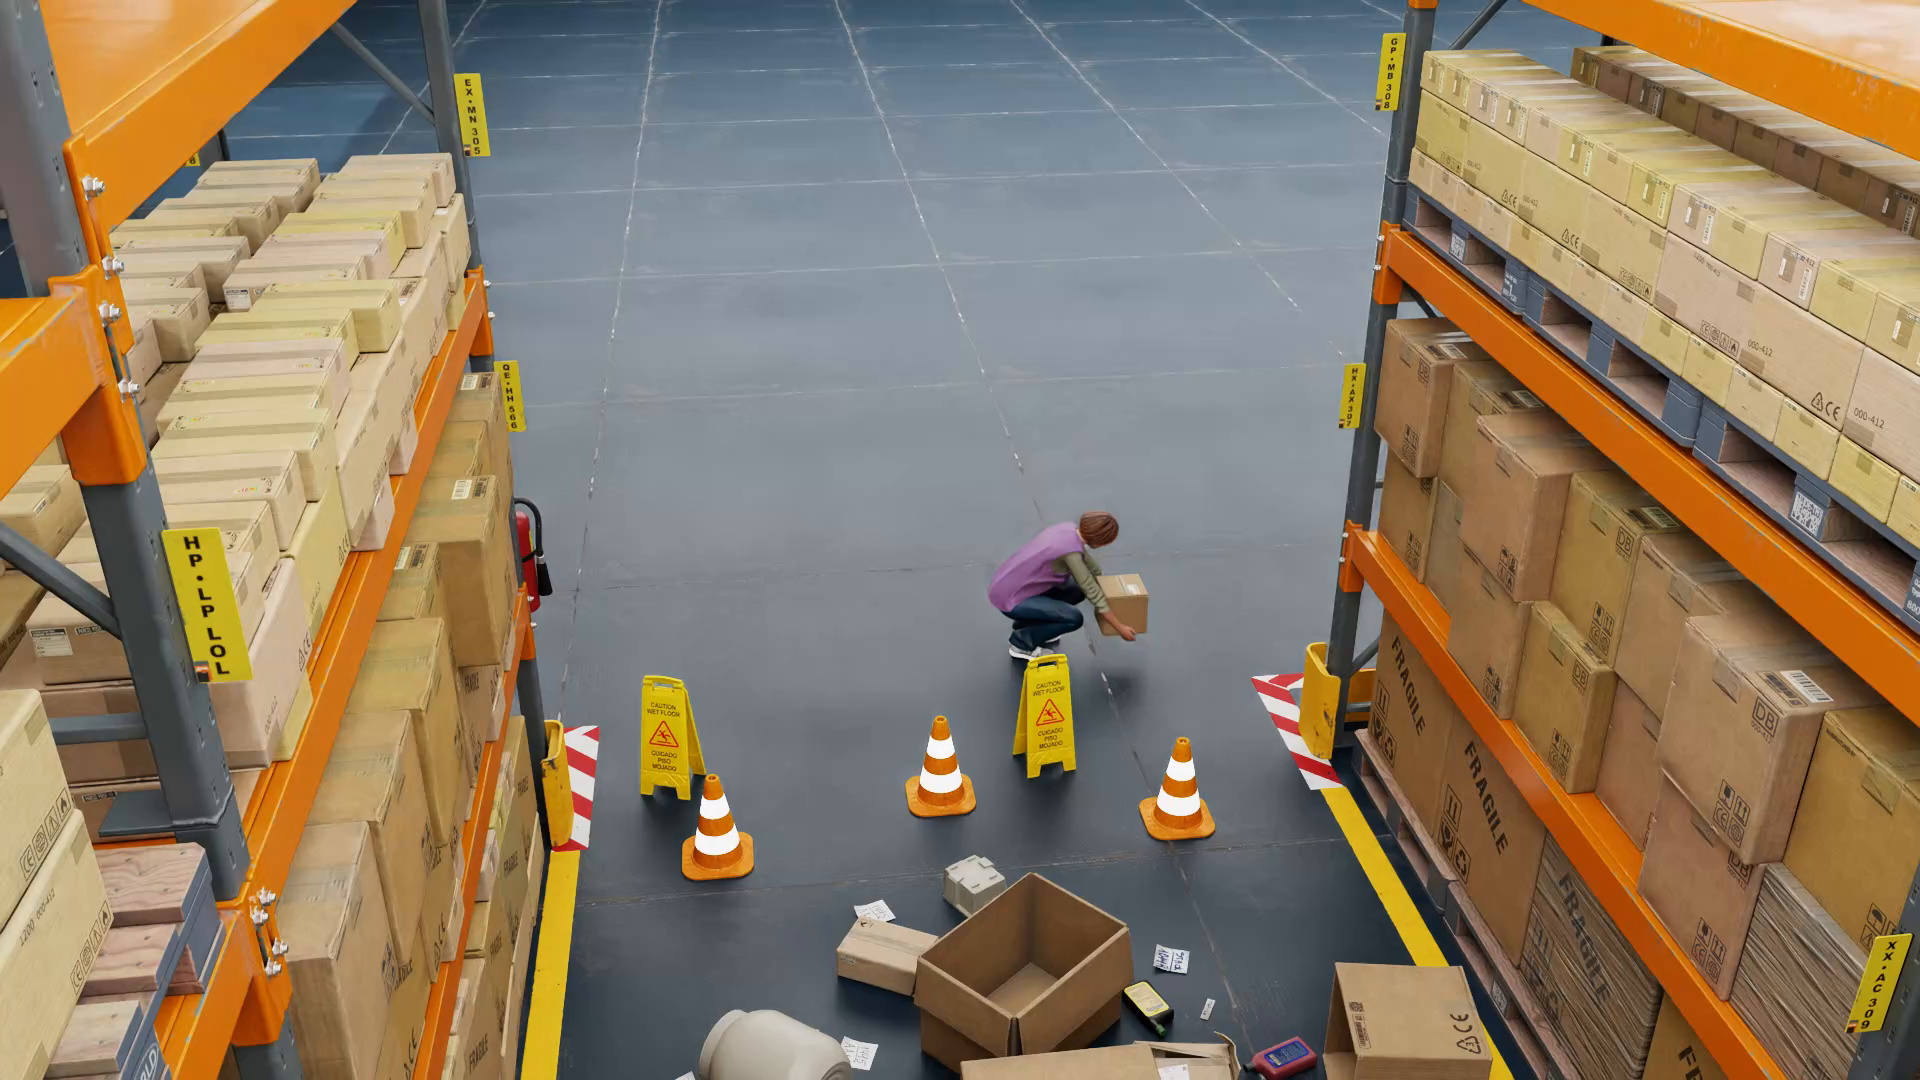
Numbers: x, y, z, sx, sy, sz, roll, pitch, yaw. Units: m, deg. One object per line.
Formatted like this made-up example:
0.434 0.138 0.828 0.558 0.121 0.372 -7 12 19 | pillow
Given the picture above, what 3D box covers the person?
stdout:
0.590 0.244 9.414 0.858 0.876 0.455 4 28 8 | person
